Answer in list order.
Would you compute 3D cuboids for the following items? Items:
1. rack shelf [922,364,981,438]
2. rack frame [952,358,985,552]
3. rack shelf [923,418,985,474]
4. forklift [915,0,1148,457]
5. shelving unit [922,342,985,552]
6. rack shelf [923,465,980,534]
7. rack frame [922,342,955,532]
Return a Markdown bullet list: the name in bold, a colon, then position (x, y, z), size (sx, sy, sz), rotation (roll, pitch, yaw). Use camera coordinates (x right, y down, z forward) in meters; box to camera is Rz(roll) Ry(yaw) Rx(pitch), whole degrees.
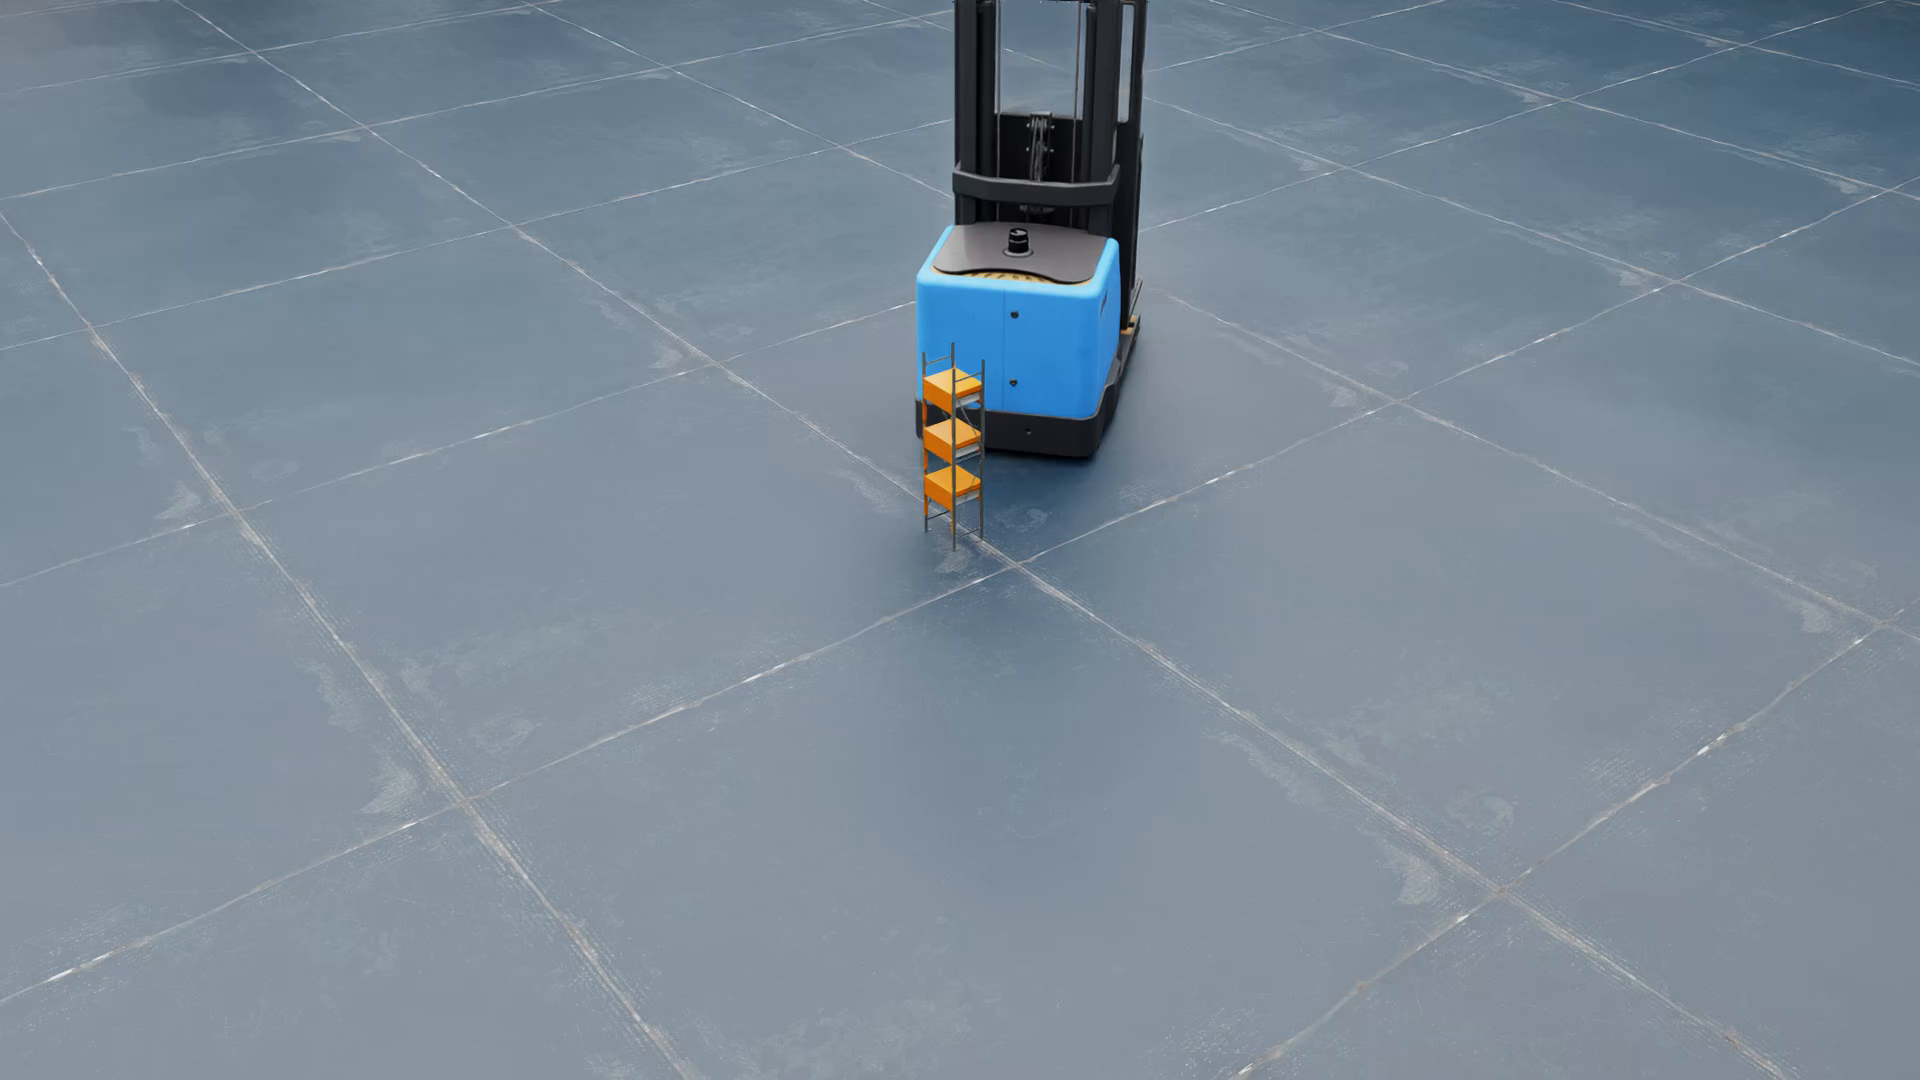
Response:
- **rack shelf**: position (-0.033, -0.700, 8.365), size (0.215, 0.259, 0.240), rotation (-22, 38, -31)
- **rack frame**: position (0.042, -0.417, 8.427), size (0.200, 1.050, 0.008), rotation (-22, 38, -31)
- **rack shelf**: position (-0.033, -0.459, 8.515), size (0.215, 0.259, 0.240), rotation (-22, 38, -31)
- **forklift**: position (0.562, -2.479, 9.964), size (1.130, 2.935, 3.031), rotation (7, 32, 11)
- **shelving unit**: position (-0.033, -0.468, 8.509), size (0.215, 1.050, 0.252), rotation (-22, 38, -31)
- **rack shelf**: position (-0.033, -0.223, 8.661), size (0.215, 0.259, 0.240), rotation (-22, 38, -31)
- **rack frame**: position (-0.108, -0.519, 8.591), size (0.200, 1.050, 0.008), rotation (-22, 38, -31)
